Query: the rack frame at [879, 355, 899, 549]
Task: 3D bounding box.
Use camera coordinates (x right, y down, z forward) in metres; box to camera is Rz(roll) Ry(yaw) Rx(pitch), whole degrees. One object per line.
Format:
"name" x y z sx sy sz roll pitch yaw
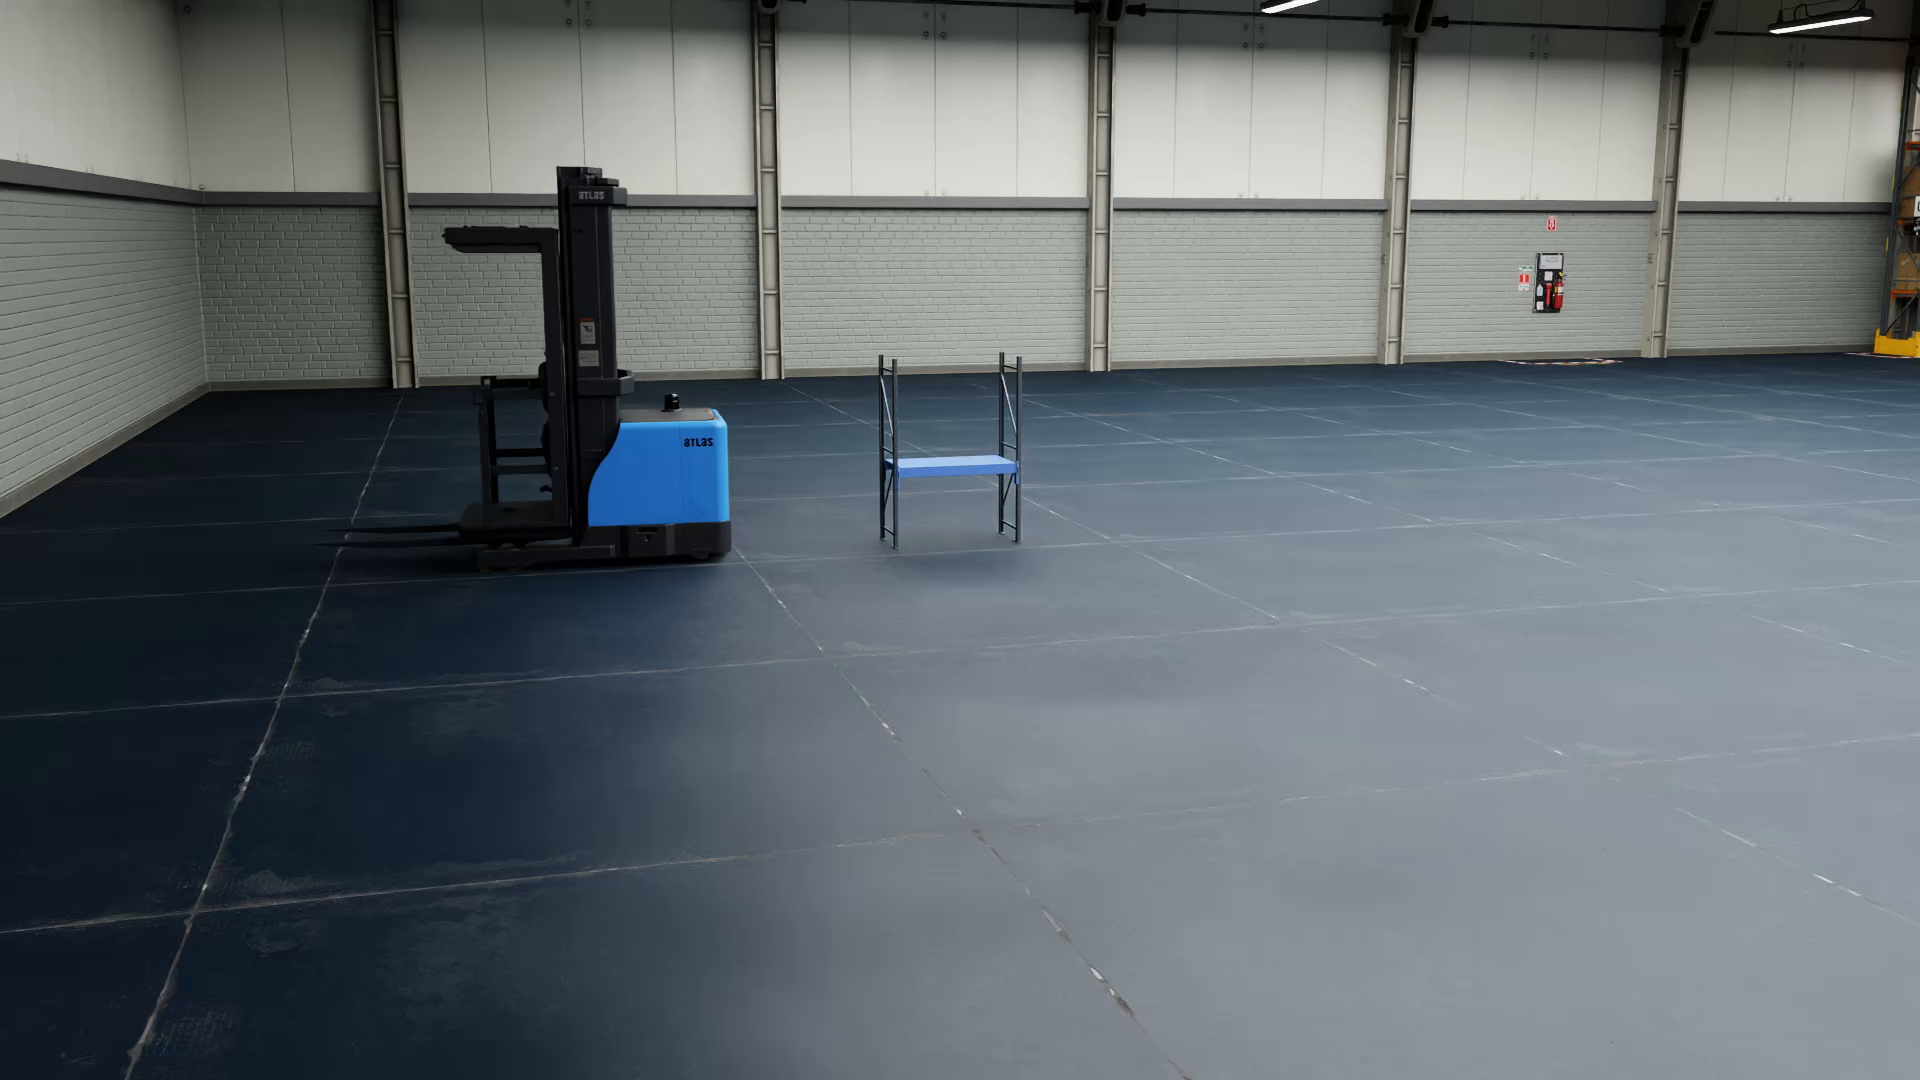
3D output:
"rack frame" -0.570 -0.708 13.247 0.032 1.500 0.500 -3 11 -16

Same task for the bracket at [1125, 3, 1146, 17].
"bracket" 3.006 -9.250 28.997 0.430 0.232 0.235 -3 11 -16

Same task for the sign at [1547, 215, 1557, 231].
"sign" 11.611 -6.216 32.625 0.199 0.298 0.001 -3 11 -16

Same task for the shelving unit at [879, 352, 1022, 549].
"shelving unit" -0.082 -0.733 13.387 1.048 1.500 0.538 -3 11 -16

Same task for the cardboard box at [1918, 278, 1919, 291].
"cardboard box" 19.918 -5.201 33.872 0.500 0.250 0.500 -3 11 -18

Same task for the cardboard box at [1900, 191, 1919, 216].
"cardboard box" 19.691 -6.895 34.098 0.500 0.500 0.500 -2 11 -12

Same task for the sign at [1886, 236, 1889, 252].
"sign" 19.225 -6.118 34.422 0.005 0.325 0.100 -3 11 -16

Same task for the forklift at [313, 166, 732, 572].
"forklift" -3.317 -1.309 12.560 3.031 2.935 1.130 -2 11 -12

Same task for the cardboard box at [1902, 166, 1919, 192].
"cardboard box" 19.702 -7.389 34.019 0.500 0.500 0.500 -3 11 -13

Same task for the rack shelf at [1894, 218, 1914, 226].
"rack shelf" 21.281 -6.518 34.370 4.000 0.370 1.077 -3 11 -16

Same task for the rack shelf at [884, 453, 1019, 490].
"rack shelf" -0.082 -0.556 13.420 1.000 0.185 0.538 -3 11 -16

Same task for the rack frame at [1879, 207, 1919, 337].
"rack frame" 19.361 -5.295 34.026 0.127 3.000 1.000 -3 11 -16

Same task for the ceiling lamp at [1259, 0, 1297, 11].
"ceiling lamp" 4.830 -9.599 24.596 0.800 3.144 2.000 -3 11 -16

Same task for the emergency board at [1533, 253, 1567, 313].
"emergency board" 11.647 -5.059 32.743 0.643 1.169 0.194 -3 11 -16

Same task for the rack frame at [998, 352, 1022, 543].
"rack frame" 0.406 -0.759 13.527 0.032 1.500 0.500 -3 11 -16

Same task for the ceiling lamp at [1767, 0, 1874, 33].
"ceiling lamp" 14.000 -10.062 27.225 0.800 3.185 2.000 -3 11 -16

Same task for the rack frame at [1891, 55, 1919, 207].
"rack frame" 19.361 -8.246 33.483 0.127 3.000 1.000 -3 11 -16

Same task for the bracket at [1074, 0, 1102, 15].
"bracket" 2.209 -9.208 28.769 0.430 0.232 0.235 -3 11 -16

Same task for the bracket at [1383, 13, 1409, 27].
"bracket" 7.970 -9.512 30.418 0.430 0.232 0.235 -3 11 -16

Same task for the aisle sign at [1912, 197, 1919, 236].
"aisle sign" 19.376 -6.518 33.488 0.004 0.787 0.394 -3 11 -16

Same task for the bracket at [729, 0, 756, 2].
"bracket" -3.551 -8.905 27.120 0.430 0.232 0.235 -3 11 -16

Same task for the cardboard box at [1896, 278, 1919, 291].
"cardboard box" 19.756 -5.289 34.350 0.500 0.250 0.500 -3 11 -15

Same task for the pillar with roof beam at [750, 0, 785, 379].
"pillar with roof beam" -2.049 -6.469 23.830 0.548 9.000 9.100 -3 11 -16

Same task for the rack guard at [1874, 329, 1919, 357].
"rack guard" 19.434 -4.070 34.273 0.348 0.500 1.175 -3 11 -16

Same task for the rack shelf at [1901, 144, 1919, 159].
"rack shelf" 21.281 -7.992 34.098 4.000 0.370 1.077 -3 11 -16

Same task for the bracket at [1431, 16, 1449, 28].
"bracket" 8.767 -9.554 30.647 0.430 0.232 0.235 -3 11 -16

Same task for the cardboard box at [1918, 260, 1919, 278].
"cardboard box" 19.903 -5.572 33.818 0.500 0.500 0.500 -3 11 -16

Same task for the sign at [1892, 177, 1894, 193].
"sign" 19.225 -7.304 34.204 0.005 0.325 0.100 -3 11 -16

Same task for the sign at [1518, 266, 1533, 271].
"sign" 11.094 -5.326 32.630 0.331 0.109 0.001 -3 11 -16

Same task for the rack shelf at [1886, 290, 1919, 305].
"rack shelf" 21.281 -5.043 34.641 4.000 0.370 1.077 -3 11 -16

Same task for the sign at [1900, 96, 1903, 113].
"sign" 19.225 -8.881 33.914 0.005 0.325 0.100 -3 11 -16

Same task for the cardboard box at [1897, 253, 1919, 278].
"cardboard box" 19.754 -5.661 34.300 0.500 0.500 0.500 -3 11 -17

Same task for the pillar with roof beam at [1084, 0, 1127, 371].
"pillar with roof beam" 3.712 -6.772 25.479 0.548 9.000 9.100 -3 11 -16

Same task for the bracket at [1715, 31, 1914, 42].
"bracket" 17.002 -9.988 33.004 4.783 0.066 0.076 -3 11 -16

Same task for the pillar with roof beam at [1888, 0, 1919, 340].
"pillar with roof beam" 20.995 -7.683 30.427 0.548 9.000 9.100 -3 11 -16

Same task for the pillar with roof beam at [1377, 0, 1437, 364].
"pillar with roof beam" 9.473 -7.076 27.129 0.548 9.000 9.100 -3 11 -16

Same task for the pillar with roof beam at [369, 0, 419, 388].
"pillar with roof beam" -7.810 -6.165 22.181 0.548 9.000 9.100 -3 11 -16

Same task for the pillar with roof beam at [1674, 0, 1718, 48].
"pillar with roof beam" 15.287 -10.303 28.053 0.548 2.987 8.718 -3 11 -16

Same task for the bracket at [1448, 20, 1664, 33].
"bracket" 11.241 -9.684 31.355 4.783 0.066 0.076 -3 11 -16
